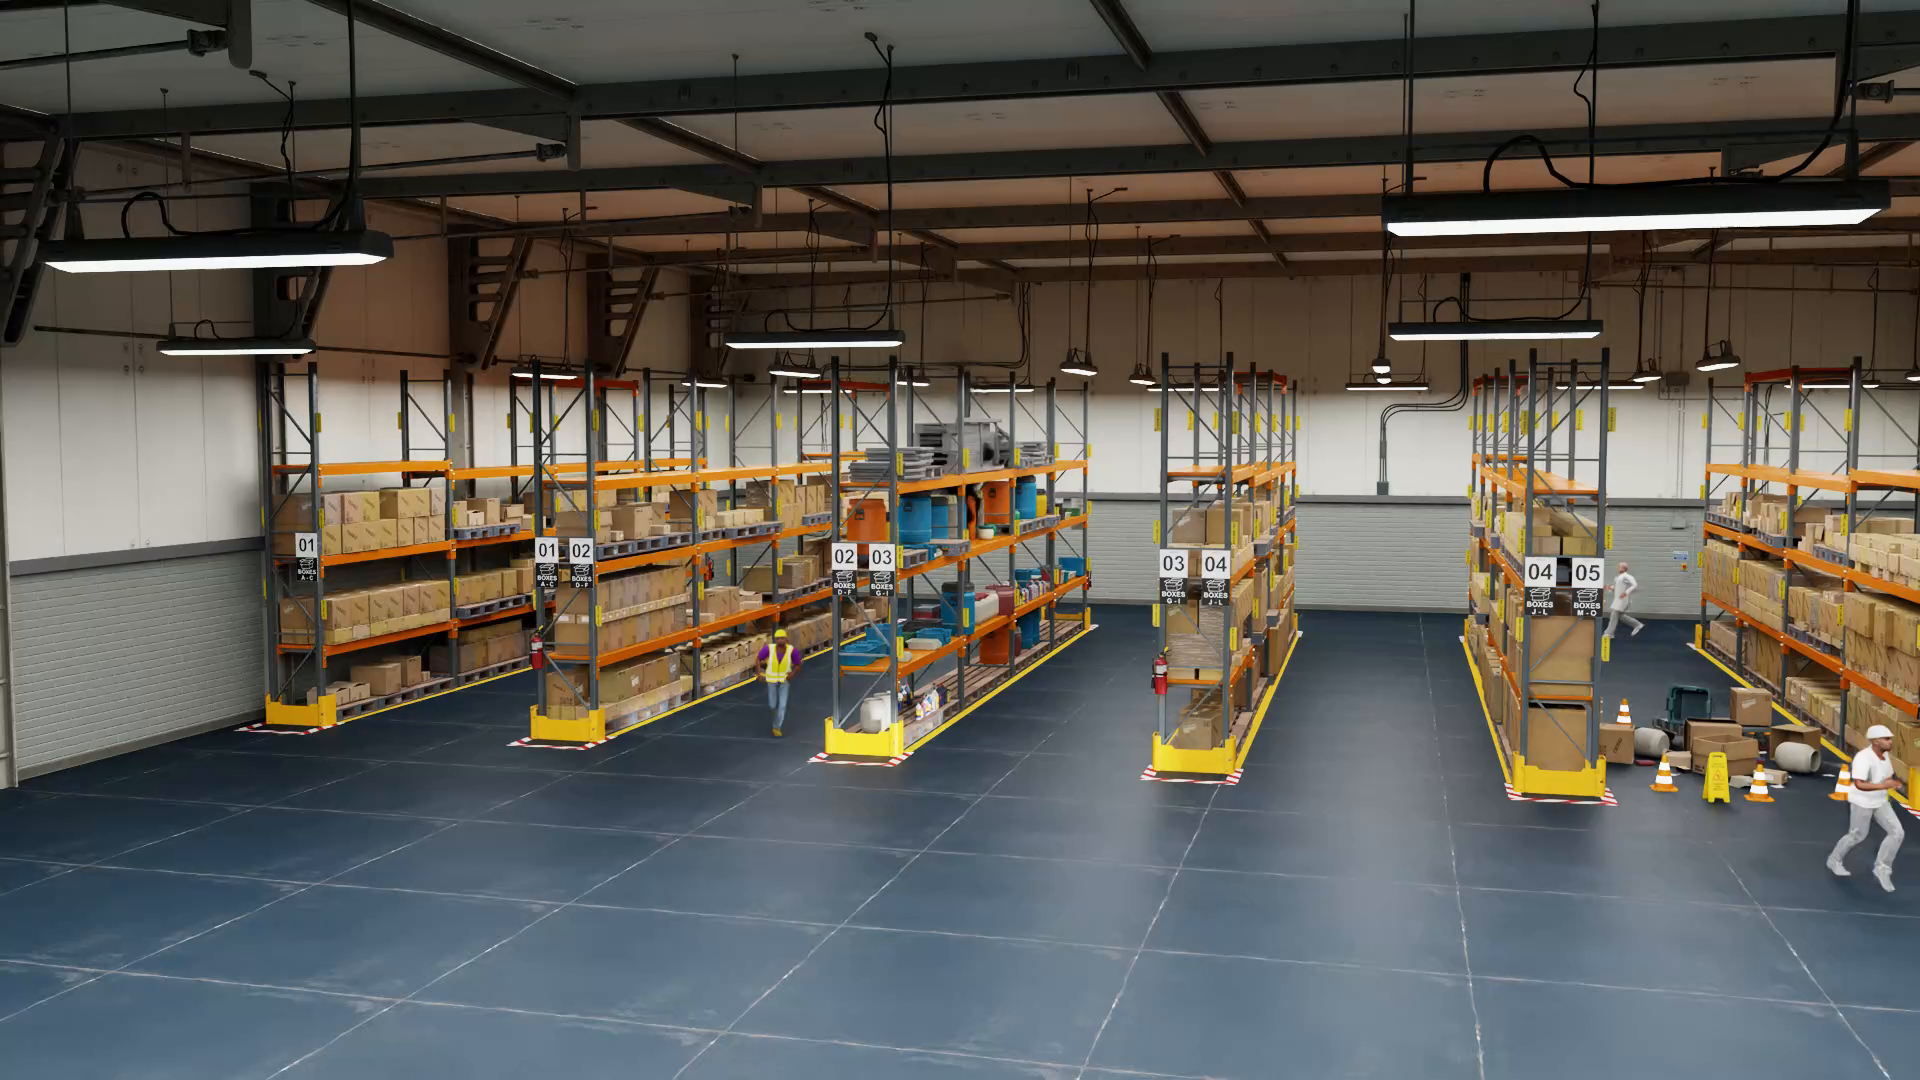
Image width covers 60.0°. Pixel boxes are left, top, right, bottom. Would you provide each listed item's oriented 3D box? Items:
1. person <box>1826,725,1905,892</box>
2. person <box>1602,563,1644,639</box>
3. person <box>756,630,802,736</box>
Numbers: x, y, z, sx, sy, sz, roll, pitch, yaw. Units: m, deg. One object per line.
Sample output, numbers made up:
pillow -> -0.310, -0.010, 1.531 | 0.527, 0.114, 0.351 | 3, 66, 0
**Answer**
person -> 9.795, 2.868, 17.956 | 0.728, 1.795, 0.841 | -2, 5, -31
person -> 15.239, 1.406, 38.297 | 1.040, 1.773, 0.710 | 1, 4, 8
person -> -2.920, 2.281, 26.795 | 0.741, 1.717, 0.698 | 0, 4, -4
